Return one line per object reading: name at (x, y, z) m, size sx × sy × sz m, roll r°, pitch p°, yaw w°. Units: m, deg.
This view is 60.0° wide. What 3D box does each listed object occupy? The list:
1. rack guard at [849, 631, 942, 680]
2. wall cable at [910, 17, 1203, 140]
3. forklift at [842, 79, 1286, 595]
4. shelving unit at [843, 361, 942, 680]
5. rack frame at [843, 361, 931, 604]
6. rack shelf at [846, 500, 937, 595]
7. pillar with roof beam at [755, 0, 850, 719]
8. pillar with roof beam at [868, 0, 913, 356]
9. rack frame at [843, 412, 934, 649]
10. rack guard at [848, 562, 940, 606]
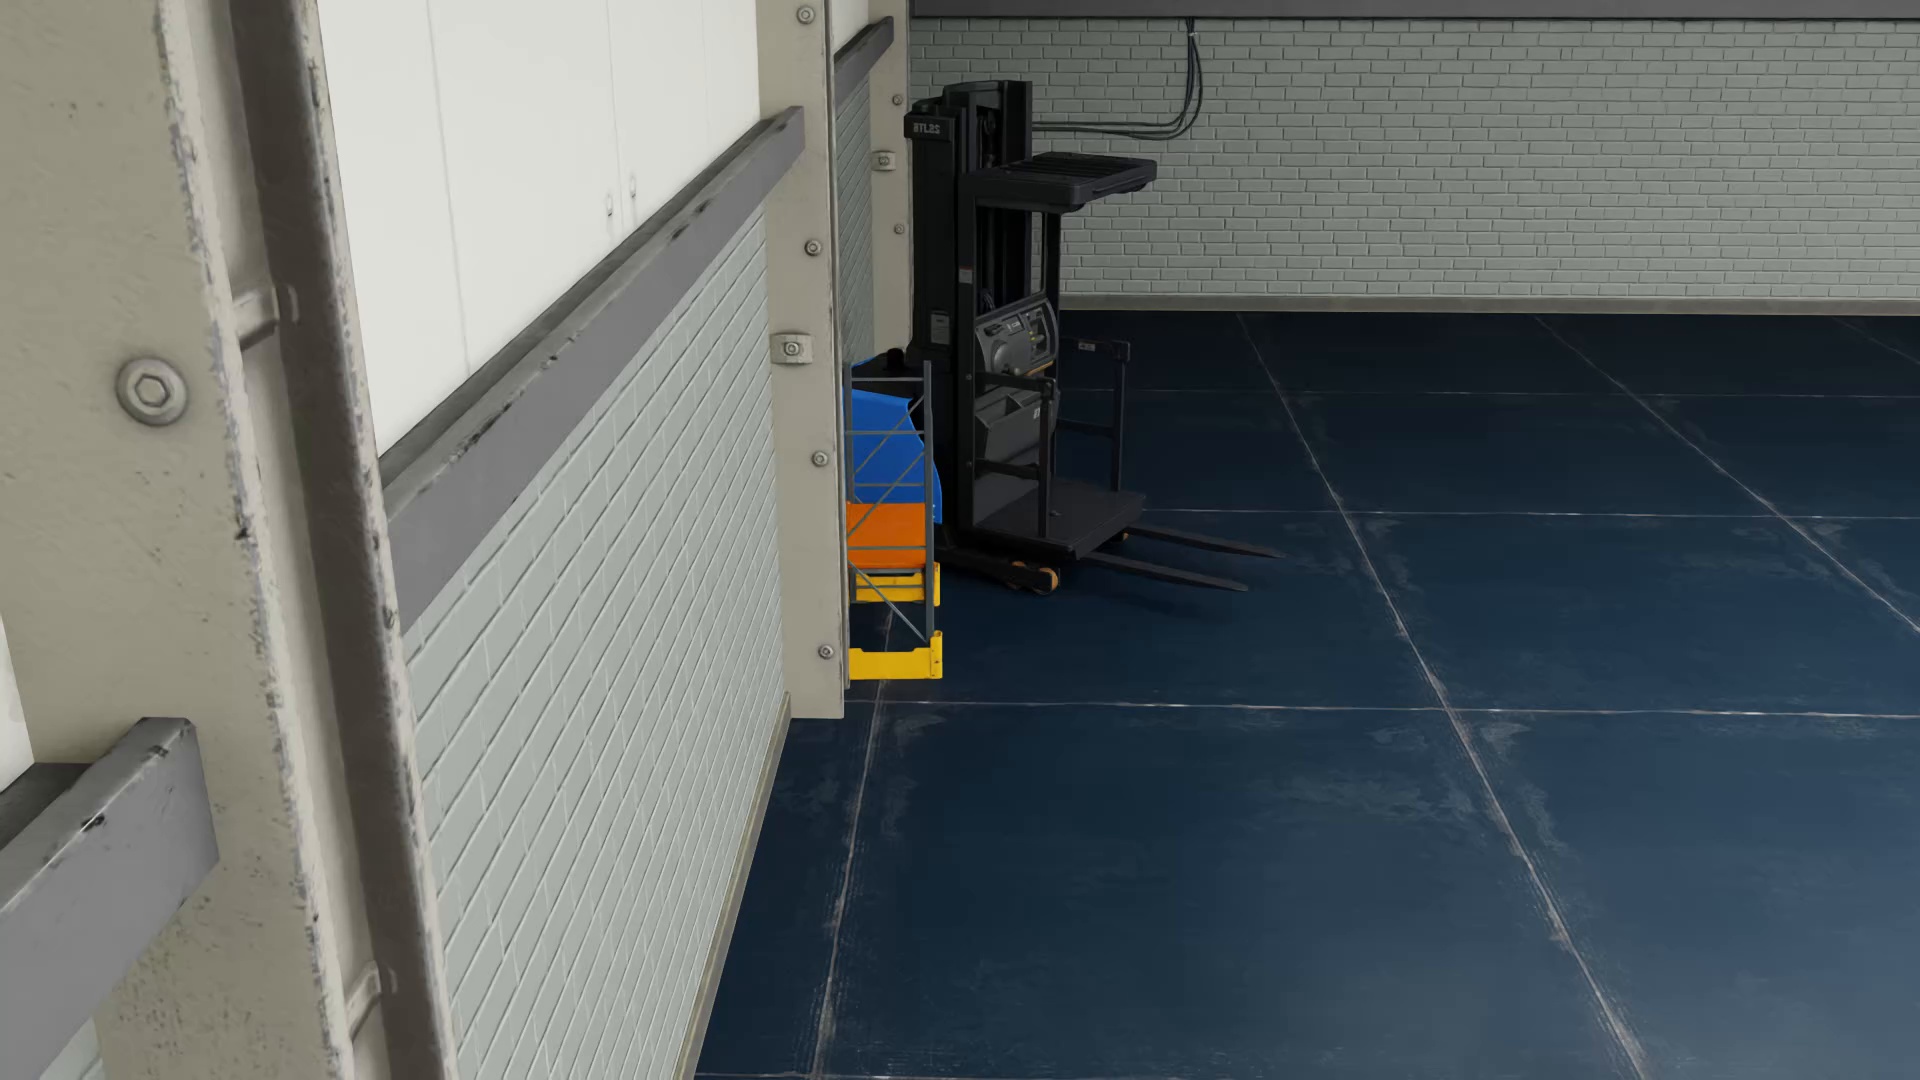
rack guard at (-0.391, 0.628, 9.064) m, size 0.587 × 0.250 × 0.087 m, roll -1°, pitch 21°, yaw -1°
wall cable at (0.839, -5.114, 16.061) m, size 3.097 × 2.526 × 0.112 m, roll 1°, pitch 21°, yaw 2°
forklift at (0.533, -1.250, 10.198) m, size 3.031 × 2.935 × 1.130 m, roll 12°, pitch 24°, yaw 29°
shelving unit at (-0.404, -0.135, 9.302) m, size 0.587 × 1.500 × 1.083 m, roll -1°, pitch 21°, yaw -1°
rack frame at (-0.416, -0.322, 9.785) m, size 0.500 × 1.500 × 0.032 m, roll -1°, pitch 21°, yaw -1°
rack shelf at (-0.404, 0.030, 9.376) m, size 0.538 × 0.185 × 1.000 m, roll -1°, pitch 21°, yaw -1°
pillar with roof beam at (3.548, -3.294, 7.079) m, size 9.100 × 9.000 × 0.400 m, roll 1°, pitch 21°, yaw 2°
pillar with roof beam at (3.730, -5.463, 12.670) m, size 9.100 × 9.000 × 0.400 m, roll 1°, pitch 21°, yaw 2°
rack frame at (-0.391, 0.046, 8.837) m, size 0.500 × 1.500 × 0.032 m, roll -1°, pitch 21°, yaw -1°
rack guard at (-0.416, 0.268, 9.992) m, size 0.587 × 0.250 × 0.087 m, roll -1°, pitch 21°, yaw -1°
